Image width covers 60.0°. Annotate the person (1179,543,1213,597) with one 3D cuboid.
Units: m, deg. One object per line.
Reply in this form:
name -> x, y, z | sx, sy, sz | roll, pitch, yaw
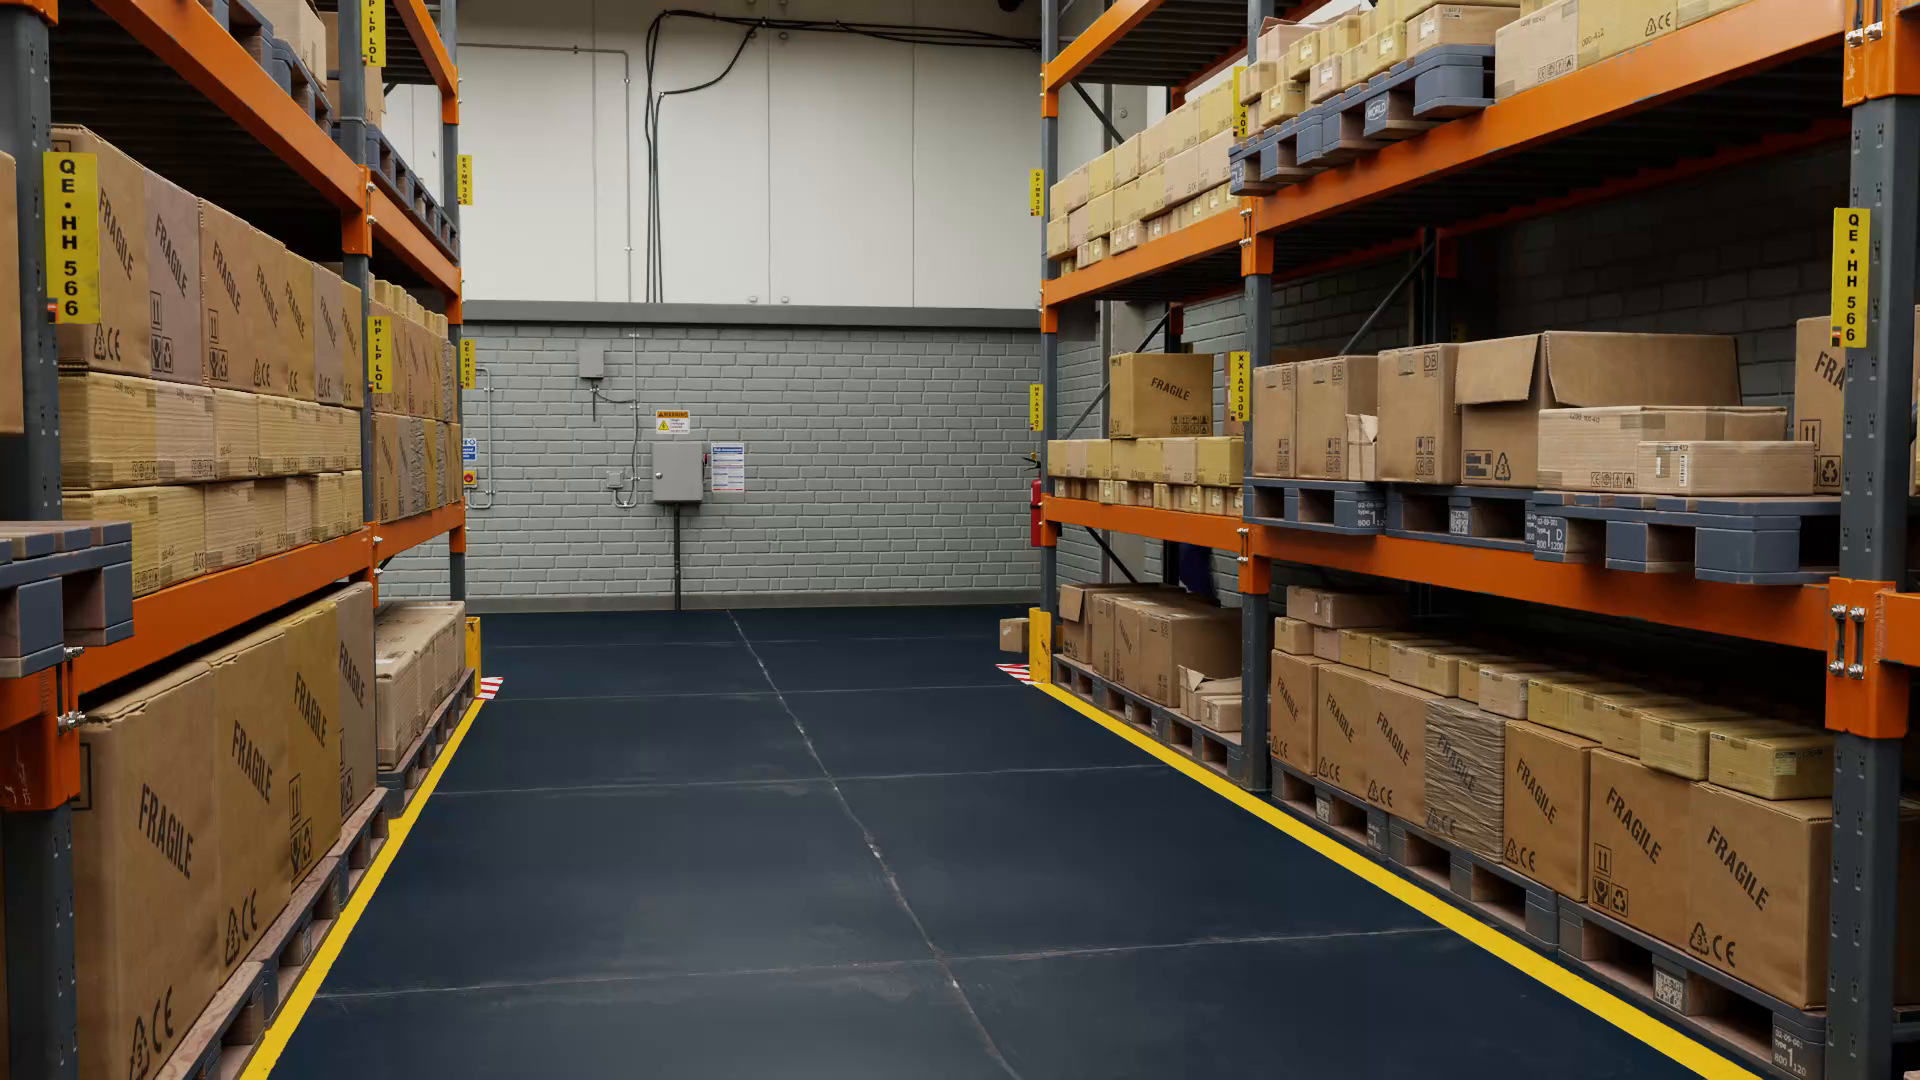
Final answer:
person -> 1.843, 0.135, 13.038 | 0.419, 1.706, 0.491 | 2, 4, 31
